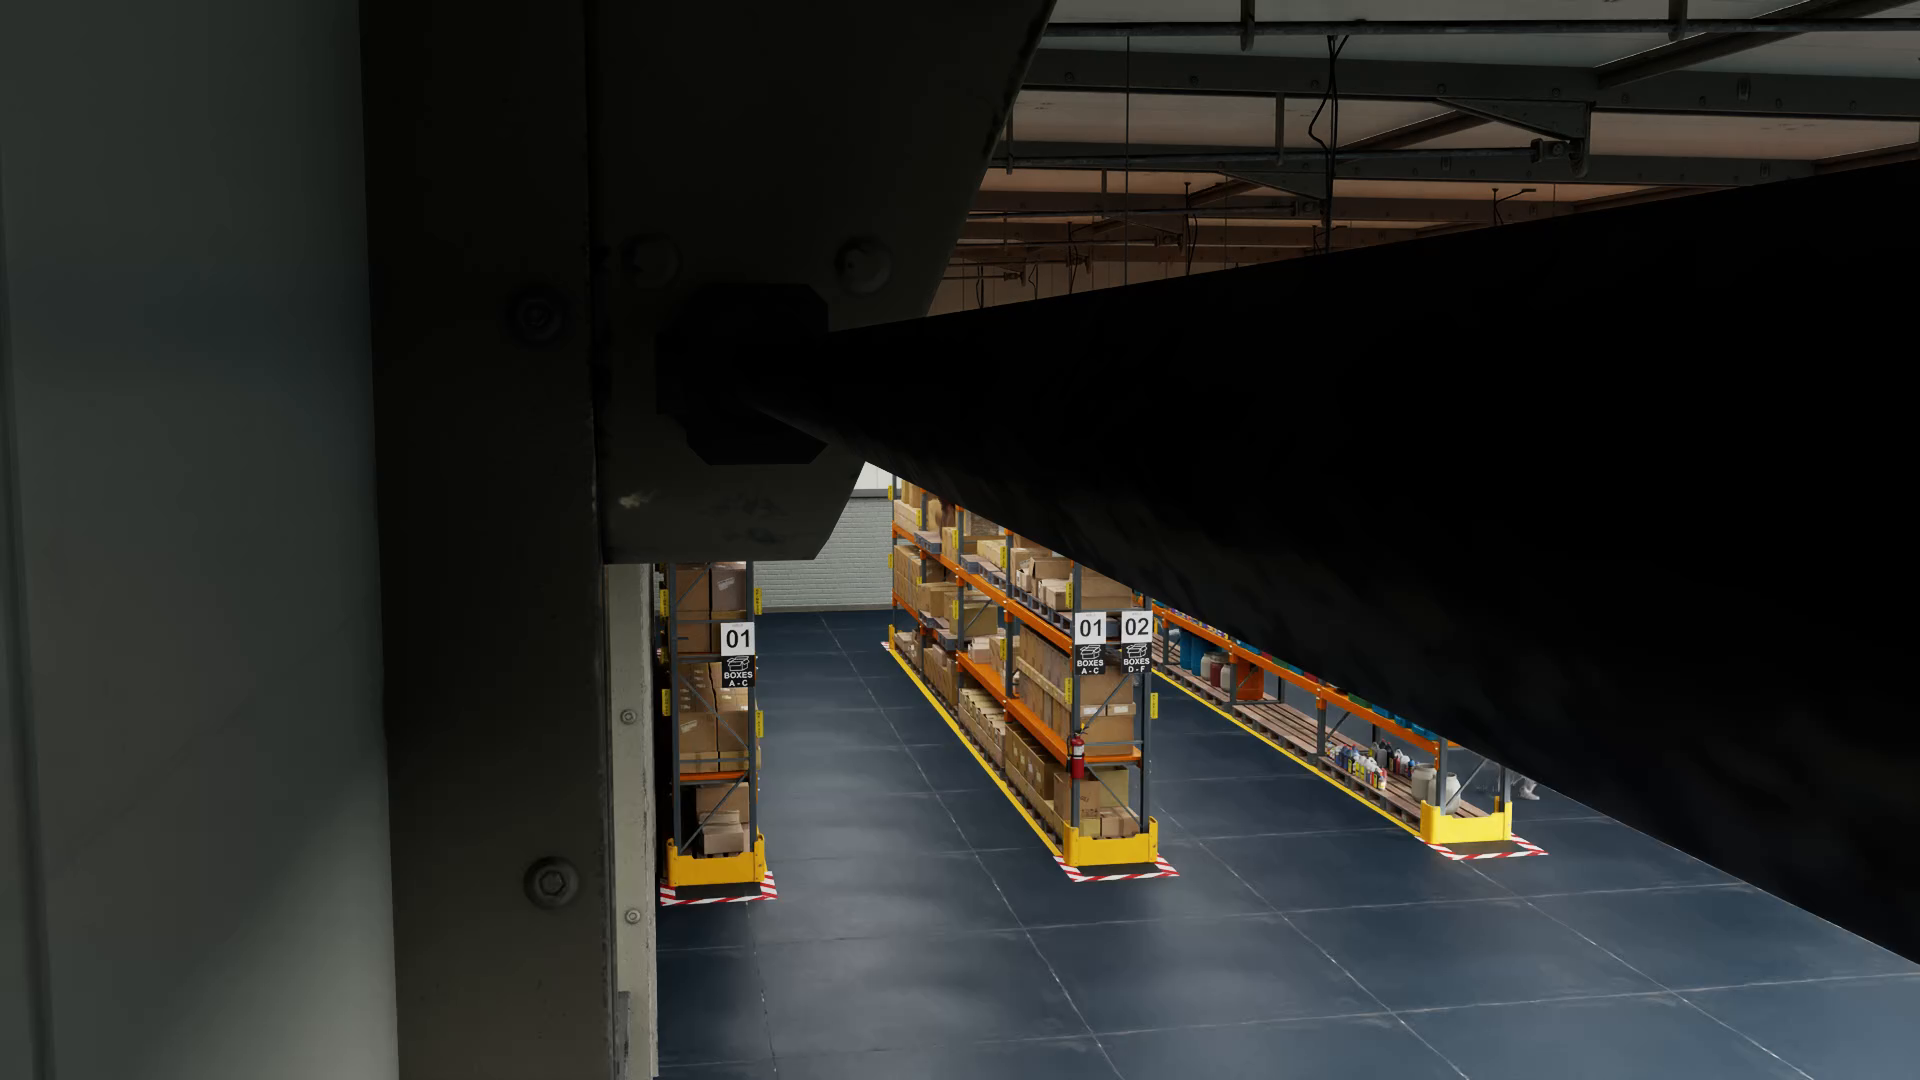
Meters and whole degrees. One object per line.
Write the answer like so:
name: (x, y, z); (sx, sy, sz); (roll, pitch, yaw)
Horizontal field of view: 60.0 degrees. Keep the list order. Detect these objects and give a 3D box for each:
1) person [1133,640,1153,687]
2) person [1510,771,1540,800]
person: (3.431, 2.102, 31.992); (0.545, 1.526, 0.706); (1, 6, 7)
person: (8.281, 2.903, 23.881); (0.808, 1.681, 0.695); (-2, 7, -20)
